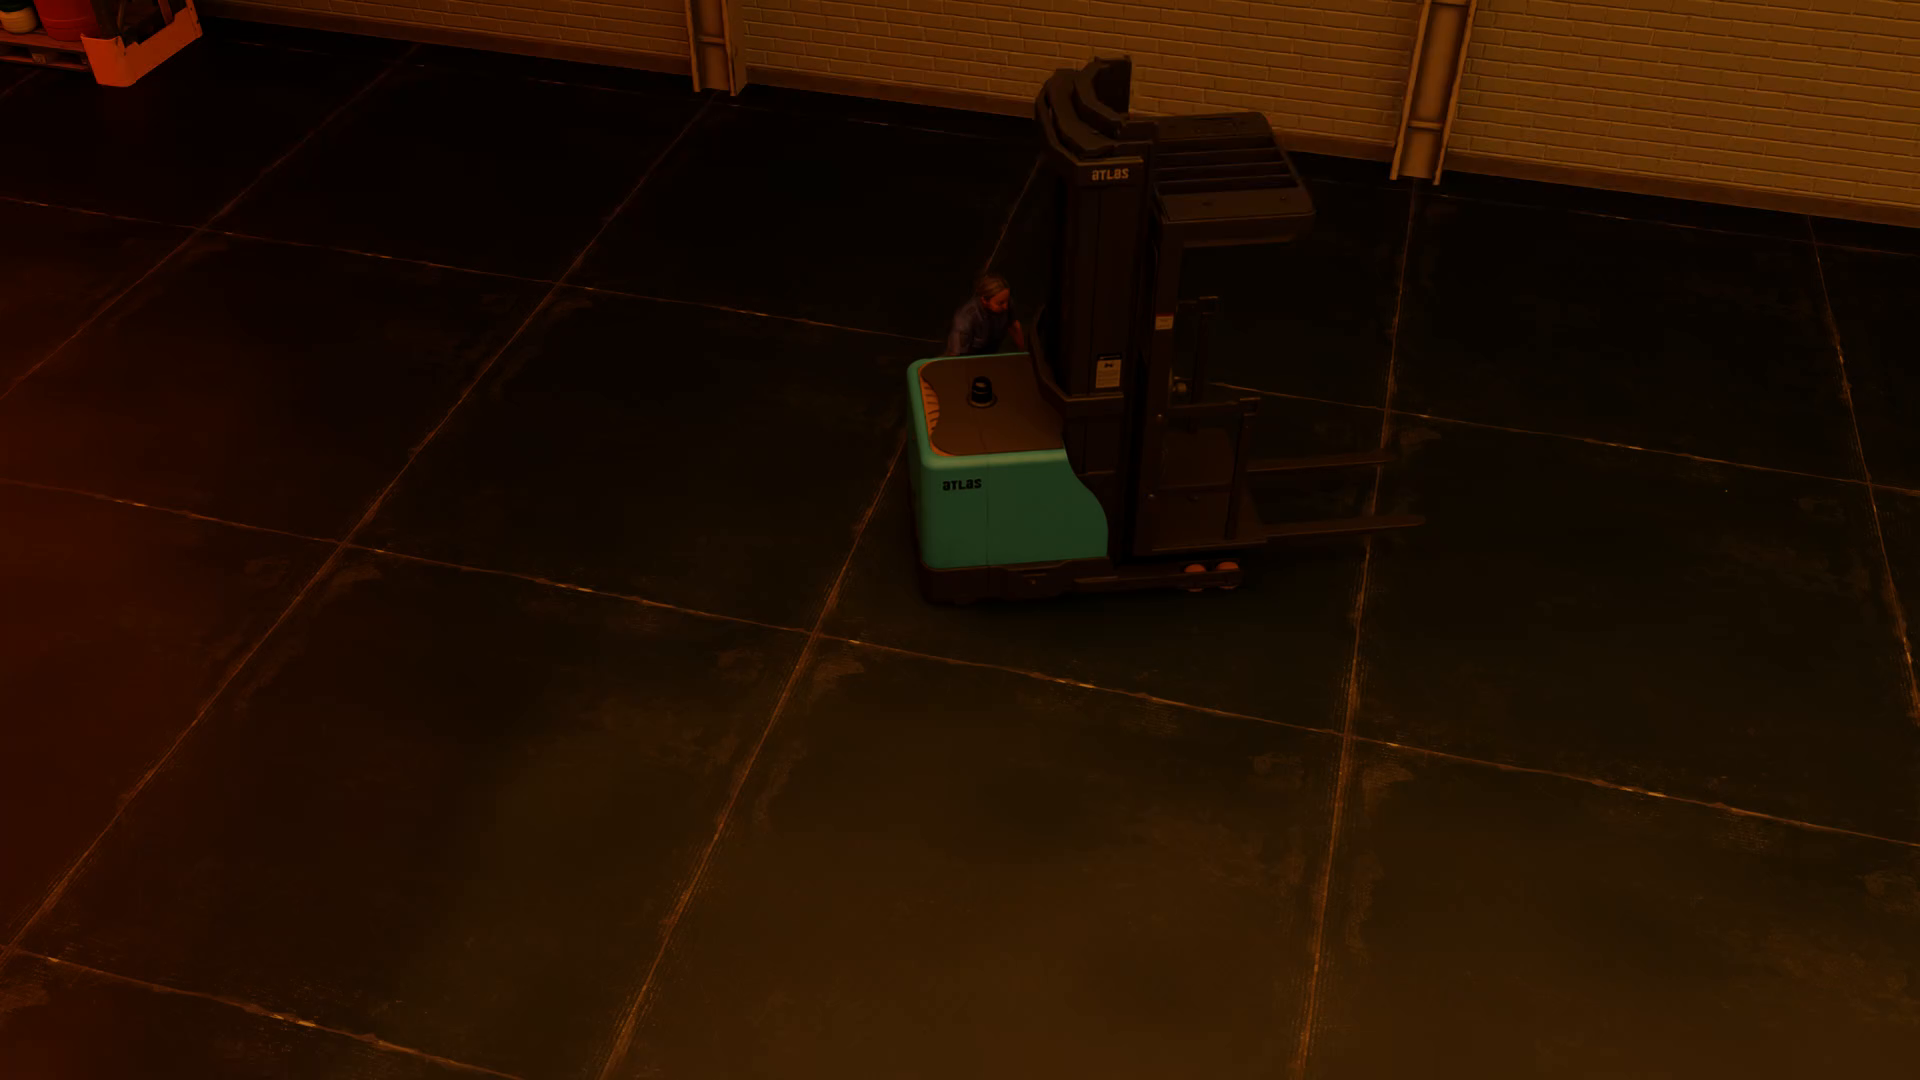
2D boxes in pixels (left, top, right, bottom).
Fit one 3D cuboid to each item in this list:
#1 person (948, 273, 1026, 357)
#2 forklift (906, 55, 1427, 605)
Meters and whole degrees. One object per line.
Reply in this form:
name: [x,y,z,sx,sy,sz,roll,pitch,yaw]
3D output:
person: [0.281,-0.924,10.080,0.801,1.450,0.720,31,50,30]
forklift: [1.230,-1.143,9.165,3.031,2.935,1.130,-4,41,-5]
